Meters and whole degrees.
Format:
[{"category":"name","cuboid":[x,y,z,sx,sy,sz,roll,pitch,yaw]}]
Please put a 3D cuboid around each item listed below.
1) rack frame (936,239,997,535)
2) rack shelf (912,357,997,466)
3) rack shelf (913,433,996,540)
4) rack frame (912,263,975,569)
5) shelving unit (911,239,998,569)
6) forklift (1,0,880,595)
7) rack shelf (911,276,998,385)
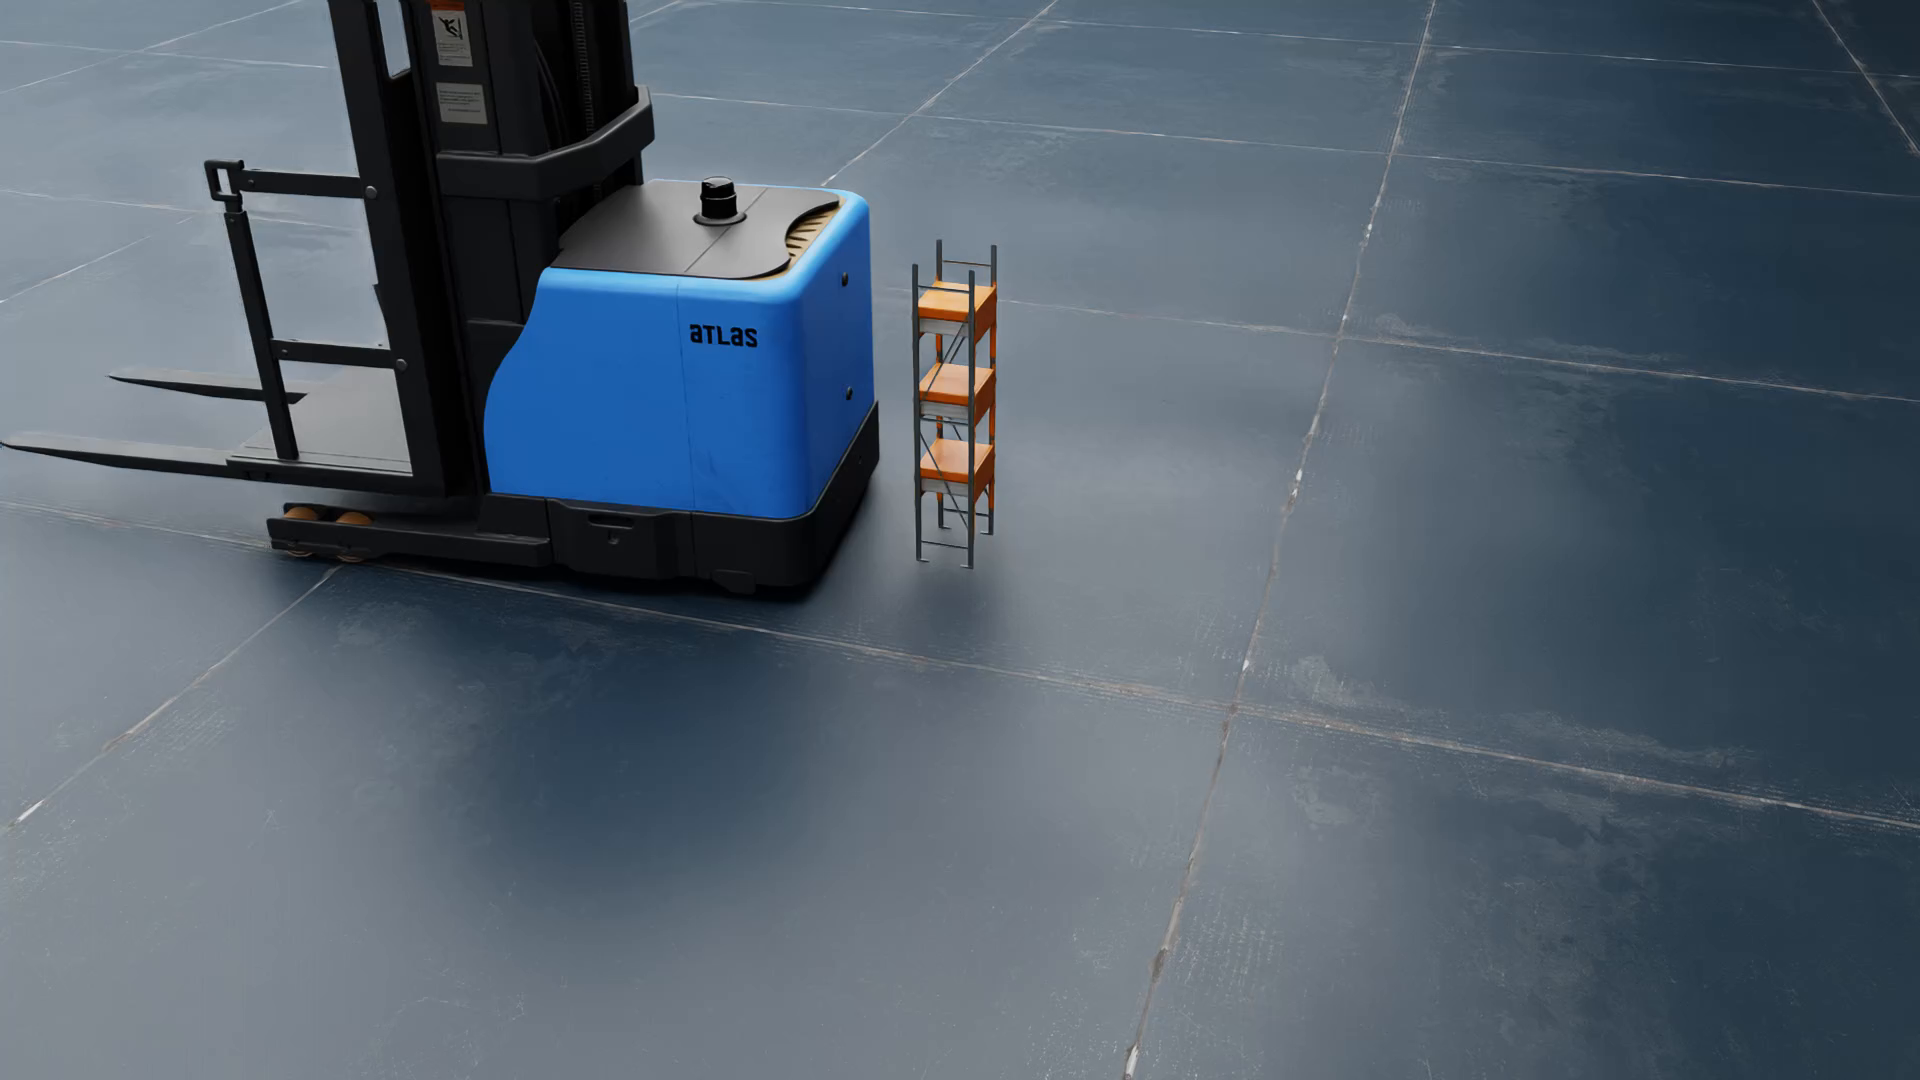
[{"category":"rack frame","cuboid":[0.020,-0.491,5.552,0.200,1.050,0.008,8,30,15]},{"category":"rack shelf","cuboid":[-0.016,-0.425,5.455,0.215,0.259,0.240,8,30,15]},{"category":"rack shelf","cuboid":[-0.016,-0.182,5.590,0.215,0.259,0.240,8,30,15]},{"category":"rack frame","cuboid":[-0.052,-0.377,5.348,0.200,1.050,0.008,8,30,15]},{"category":"shelving unit","cuboid":[-0.016,-0.434,5.450,0.215,1.050,0.252,8,30,15]},{"category":"forklift","cuboid":[-1.865,-1.450,5.341,3.031,2.935,1.130,5,30,10]},{"category":"rack shelf","cuboid":[-0.016,-0.673,5.317,0.215,0.259,0.240,8,30,15]}]
